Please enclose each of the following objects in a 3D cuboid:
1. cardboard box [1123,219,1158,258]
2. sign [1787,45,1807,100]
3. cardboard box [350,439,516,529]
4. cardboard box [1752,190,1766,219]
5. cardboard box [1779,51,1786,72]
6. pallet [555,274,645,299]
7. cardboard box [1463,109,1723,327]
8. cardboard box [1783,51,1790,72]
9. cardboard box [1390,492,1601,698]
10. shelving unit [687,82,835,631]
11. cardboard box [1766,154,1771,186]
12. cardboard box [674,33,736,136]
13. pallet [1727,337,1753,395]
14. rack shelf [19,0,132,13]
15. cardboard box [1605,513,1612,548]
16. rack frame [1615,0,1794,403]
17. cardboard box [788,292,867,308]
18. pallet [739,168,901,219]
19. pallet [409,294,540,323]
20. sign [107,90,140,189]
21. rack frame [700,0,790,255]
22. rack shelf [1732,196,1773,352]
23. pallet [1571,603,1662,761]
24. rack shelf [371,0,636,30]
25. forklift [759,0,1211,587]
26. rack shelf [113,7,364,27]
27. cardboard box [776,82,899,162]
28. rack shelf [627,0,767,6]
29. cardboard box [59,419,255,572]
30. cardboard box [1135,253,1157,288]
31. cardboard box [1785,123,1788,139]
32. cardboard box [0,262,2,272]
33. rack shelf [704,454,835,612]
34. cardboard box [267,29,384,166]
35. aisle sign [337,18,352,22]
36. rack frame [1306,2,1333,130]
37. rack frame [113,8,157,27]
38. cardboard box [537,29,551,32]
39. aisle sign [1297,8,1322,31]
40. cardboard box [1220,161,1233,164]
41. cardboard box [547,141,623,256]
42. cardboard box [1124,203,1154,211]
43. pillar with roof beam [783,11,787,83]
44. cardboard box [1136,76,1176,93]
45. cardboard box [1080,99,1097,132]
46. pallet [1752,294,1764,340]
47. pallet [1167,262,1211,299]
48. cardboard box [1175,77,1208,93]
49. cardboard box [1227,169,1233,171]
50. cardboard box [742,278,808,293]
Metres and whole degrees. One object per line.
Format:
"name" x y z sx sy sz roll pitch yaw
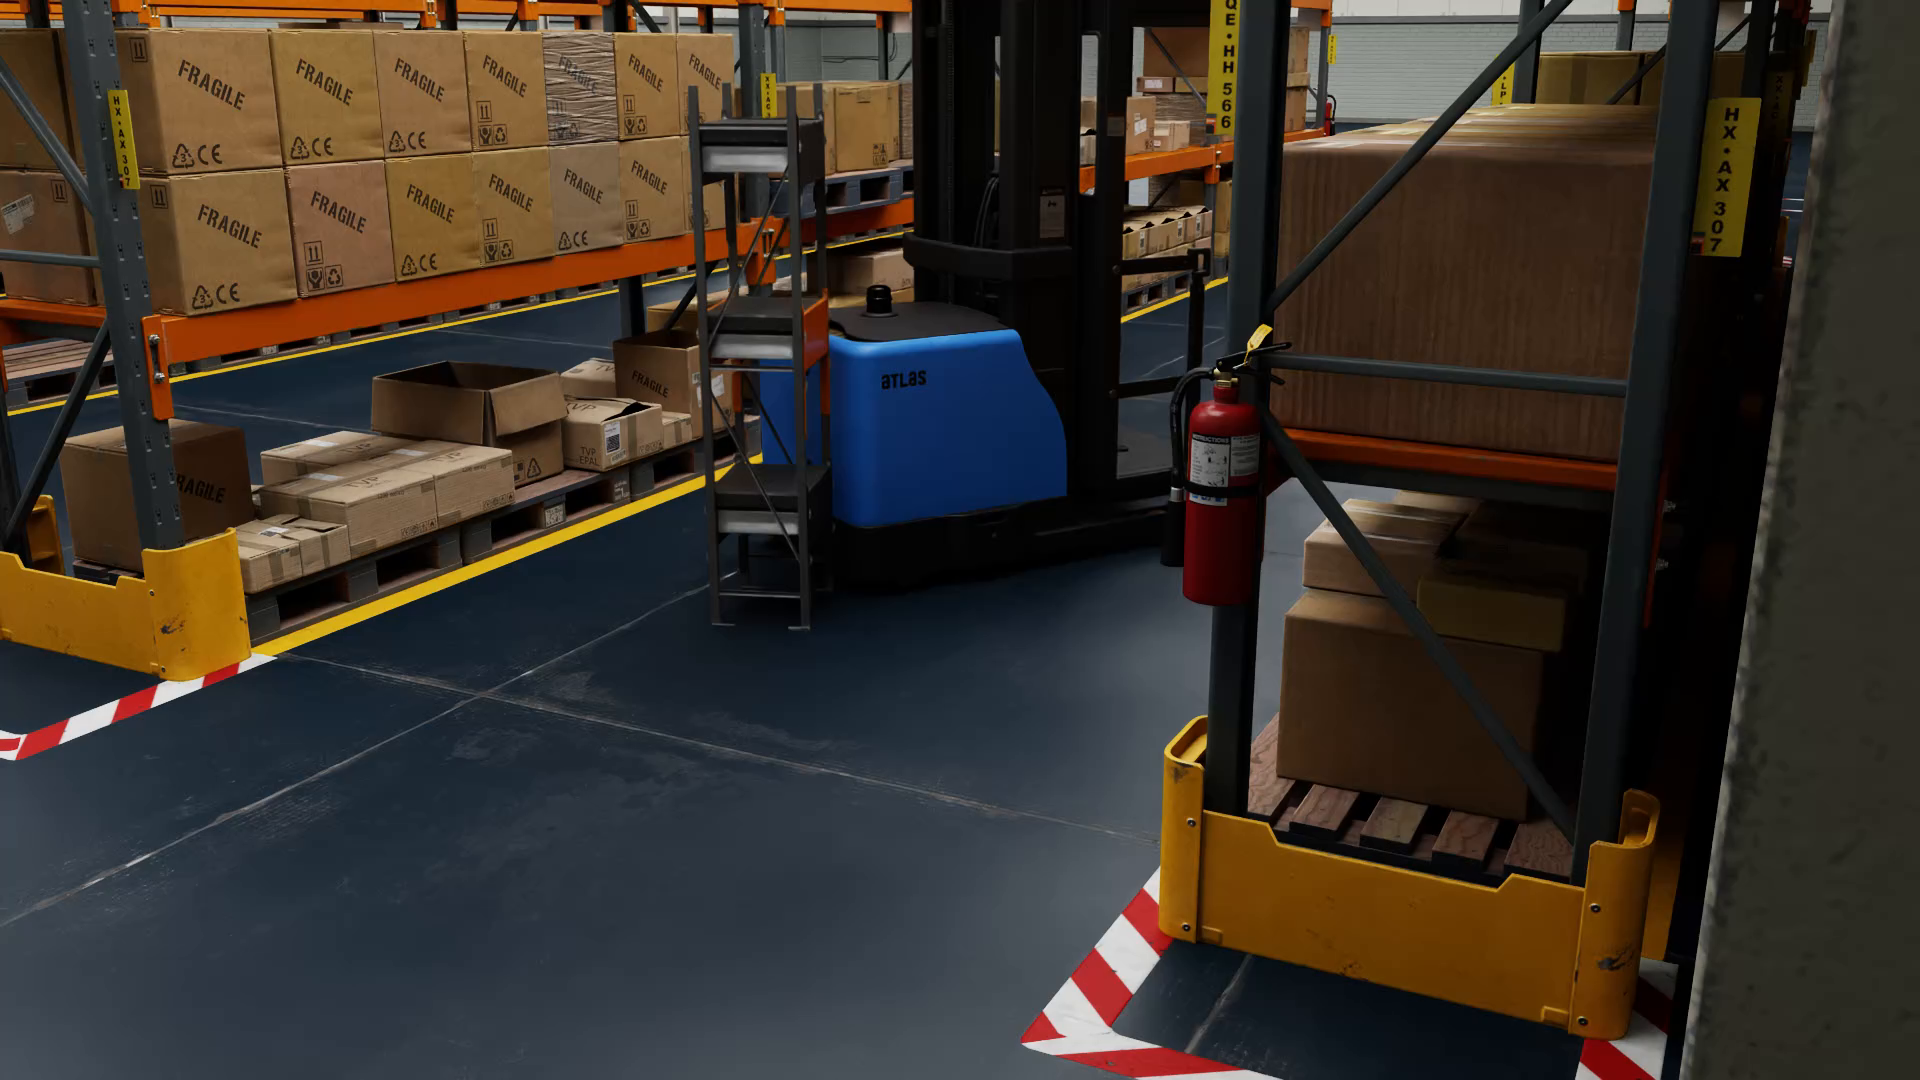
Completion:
"cardboard box" 1.437 -2.691 14.756 0.500 0.311 0.500 8 18 25
"sign" 5.186 -2.903 10.330 0.100 0.325 0.005 8 18 25
"cardboard box" -2.377 -0.259 7.519 0.500 0.250 0.500 8 18 25
"cardboard box" 4.373 -1.923 9.472 0.380 0.149 0.250 8 18 24
"cardboard box" 4.482 -2.697 9.621 0.500 0.250 0.500 7 18 24
"pallet" -3.795 -2.534 16.019 1.003 0.211 1.213 8 18 25
"cardboard box" 2.312 -1.221 6.175 0.980 0.700 0.700 8 18 24
"cardboard box" 4.717 -2.829 10.064 0.500 0.250 0.500 9 19 27
"cardboard box" 1.784 0.170 5.670 0.700 0.500 0.500 7 18 24
"shelving unit" -0.768 -0.721 6.599 0.431 2.100 0.503 2 17 7
"cardboard box" 4.250 -2.208 9.290 0.500 0.500 0.500 8 19 26
"cardboard box" -1.527 -2.394 8.717 0.500 0.500 0.500 8 18 26
"pallet" 5.038 -1.280 11.797 1.003 0.211 1.213 8 18 25
"rack shelf" -6.856 -3.243 9.504 1.077 0.370 4.000 8 18 25
"cardboard box" 1.910 -0.086 5.391 0.380 0.149 0.250 8 18 26
"rack frame" 4.688 -2.418 10.730 1.000 3.000 0.127 8 18 25
"cardboard box" -0.871 -1.270 10.485 0.500 0.500 0.500 8 18 26
"pallet" -1.078 -2.126 10.084 1.003 0.211 1.213 8 18 25
"pallet" -4.490 -2.135 14.677 1.003 0.211 1.213 8 18 25
"sign" -2.835 -1.355 5.633 0.100 0.325 0.005 8 18 25
"rack frame" -2.388 -4.697 18.404 1.000 3.000 0.127 8 18 25
"rack shelf" 3.794 -1.564 9.118 1.077 0.370 4.000 8 18 25
"pallet" 1.946 0.433 6.028 1.003 0.211 1.213 8 18 25
"rack shelf" -5.925 -6.930 21.916 1.077 0.370 4.000 8 18 25
"forklift" 0.598 -1.499 7.759 3.031 2.935 1.130 -10 19 -30
"rack shelf" -10.317 -7.587 24.128 1.077 0.370 4.000 8 18 25
"cardboard box" -0.799 -2.735 10.886 0.700 0.500 0.500 3 17 11
"rack shelf" -0.639 -3.631 10.809 1.077 0.370 4.000 8 18 25
"cardboard box" -3.298 -0.192 6.853 0.500 0.500 0.500 8 18 25
"cardboard box" 1.431 -2.418 14.823 0.500 0.250 0.500 9 19 26
"cardboard box" 8.004 -4.116 16.676 0.500 0.250 0.500 9 19 27
"cardboard box" -9.339 -3.092 15.994 1.225 0.875 0.875 8 18 26
"rack shelf" -0.768 -0.037 6.802 0.431 0.518 0.480 2 17 7
"cardboard box" -2.659 -1.750 6.551 0.500 0.500 0.500 8 18 26
"aisle sign" -9.660 -8.305 25.987 0.394 0.787 0.004 8 18 25
"rack frame" 3.829 -5.085 19.710 1.000 3.000 0.127 8 18 25
"rack frame" -11.211 -5.984 22.737 1.000 3.000 0.127 8 18 25
"cardboard box" -5.731 -6.463 21.895 0.500 0.500 0.500 8 18 25
"aisle sign" 4.121 -6.310 19.270 0.394 0.787 0.004 8 18 25
"cardboard box" 3.169 -4.092 19.140 0.500 0.500 0.500 8 18 25
"cardboard box" -1.983 -1.654 7.982 0.500 0.500 0.500 9 19 27
"cardboard box" 1.634 -3.144 16.283 0.500 0.311 0.500 8 18 26
"pillar with roof beam" -2.200 -18.144 53.142 9.100 9.000 0.400 8 18 25
"cardboard box" 1.971 -4.521 16.498 0.380 0.149 0.250 8 18 25
"cardboard box" 0.989 -3.524 14.281 0.500 0.500 0.500 7 18 22
"pallet" 6.128 -1.901 13.889 1.003 0.211 1.213 8 18 25
"pallet" 1.747 -2.537 16.028 1.003 0.211 1.213 8 18 25
"cardboard box" 2.335 -4.469 16.320 0.380 0.149 0.250 8 18 25
"cardboard box" 3.197 -3.769 18.055 0.500 0.500 0.500 8 18 25
"cardboard box" -1.116 -1.456 11.108 0.500 0.500 0.500 8 18 26
